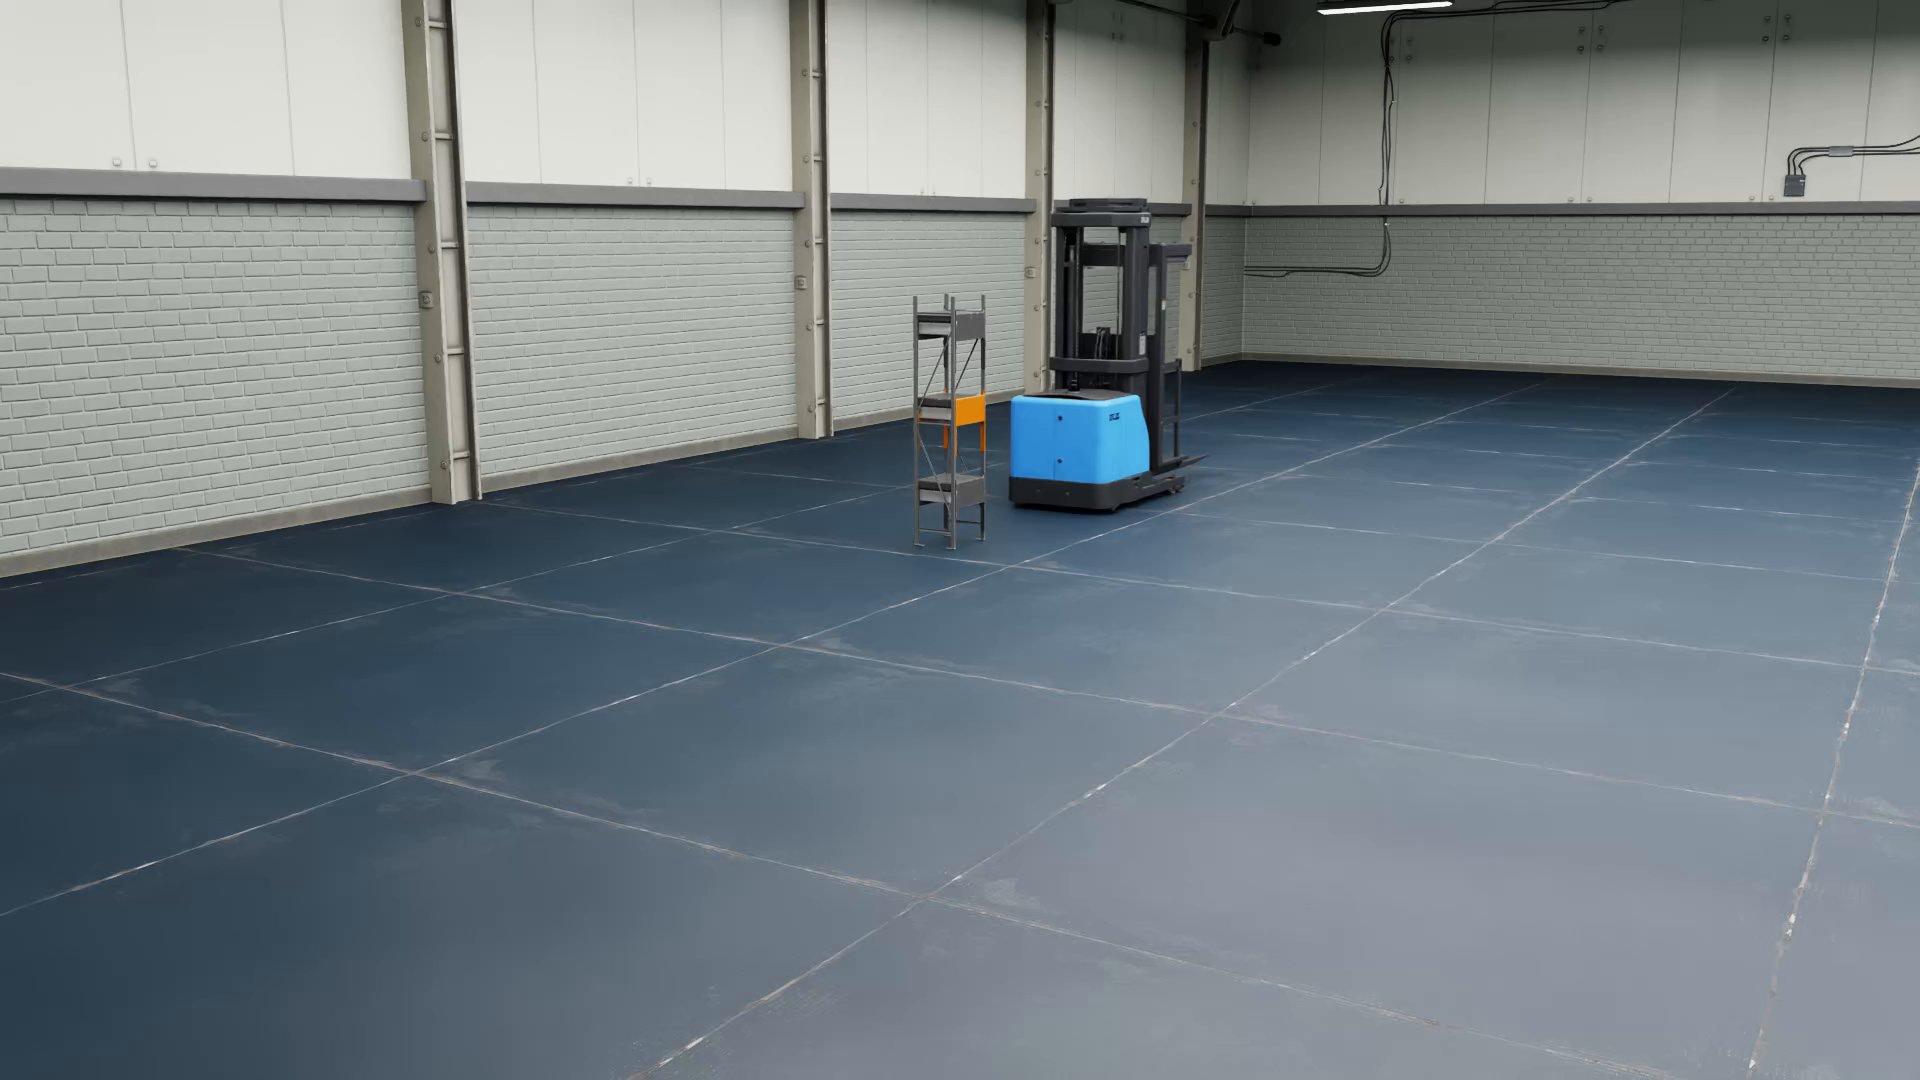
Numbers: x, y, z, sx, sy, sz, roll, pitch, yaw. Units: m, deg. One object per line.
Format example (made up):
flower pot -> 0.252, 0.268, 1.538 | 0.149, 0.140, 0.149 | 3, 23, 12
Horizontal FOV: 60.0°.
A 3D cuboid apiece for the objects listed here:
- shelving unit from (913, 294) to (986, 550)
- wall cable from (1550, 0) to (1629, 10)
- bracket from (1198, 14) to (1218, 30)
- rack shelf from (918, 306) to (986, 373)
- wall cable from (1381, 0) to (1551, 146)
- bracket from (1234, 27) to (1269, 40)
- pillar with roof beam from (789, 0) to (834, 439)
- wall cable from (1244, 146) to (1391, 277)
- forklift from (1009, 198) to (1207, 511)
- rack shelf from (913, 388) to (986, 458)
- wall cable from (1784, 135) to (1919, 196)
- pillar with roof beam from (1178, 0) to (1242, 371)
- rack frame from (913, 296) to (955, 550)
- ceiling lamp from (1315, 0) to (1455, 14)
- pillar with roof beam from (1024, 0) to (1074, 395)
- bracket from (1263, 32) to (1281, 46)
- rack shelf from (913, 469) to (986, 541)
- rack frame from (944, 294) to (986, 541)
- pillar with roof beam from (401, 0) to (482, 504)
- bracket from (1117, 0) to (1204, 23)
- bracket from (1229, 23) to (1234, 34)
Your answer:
shelving unit -> -0.086, -1.006, 14.036 | 0.431, 2.100, 0.503 | 6, 12, 31
wall cable -> 11.974, -10.622, 29.008 | 3.097, 2.526, 0.112 | 6, 12, 31
bracket -> 4.445, -9.318, 29.904 | 0.235, 0.232, 0.430 | 6, 12, 31
rack shelf -> -0.086, -1.681, 13.910 | 0.431, 0.518, 0.480 | 6, 12, 31
wall cable -> 9.329, -8.682, 31.005 | 3.097, 2.526, 0.112 | 6, 12, 31
bracket -> 5.800, -9.728, 32.096 | 0.076, 0.066, 3.189 | 6, 12, 31
pillar with roof beam -> 1.807, -5.349, 18.487 | 9.100, 9.000, 0.400 | 6, 12, 31
wall cable -> 7.017, -6.458, 32.851 | 3.097, 2.526, 0.112 | 6, 12, 31
forklift -> 1.645, -1.938, 16.755 | 1.130, 2.935, 3.031 | 6, 12, 30
rack shelf -> -0.086, -0.993, 14.039 | 0.431, 0.518, 0.480 | 6, 12, 31
wall cable -> 15.123, -8.747, 27.394 | 2.305, 6.003, 0.169 | 6, 12, 31
pillar with roof beam -> 8.037, -7.236, 28.568 | 9.100, 9.000, 0.548 | 6, 12, 31
rack frame -> -0.213, -0.968, 13.831 | 0.400, 2.100, 0.015 | 6, 12, 31
ceiling lamp -> 6.411, -9.455, 24.558 | 2.000, 3.185, 0.800 | 6, 12, 31
pillar with roof beam -> 4.922, -6.293, 23.528 | 9.100, 9.000, 0.548 | 6, 12, 31
bracket -> 6.107, -9.821, 32.592 | 0.235, 0.232, 0.430 | 6, 12, 31
rack shelf -> -0.086, -0.305, 14.168 | 0.431, 0.518, 0.480 | 6, 12, 31
rack frame -> 0.041, -1.044, 14.241 | 0.400, 2.100, 0.015 | 6, 12, 31
pillar with roof beam -> -1.308, -4.406, 13.447 | 9.100, 9.000, 0.400 | 6, 12, 31
bracket -> 3.108, -8.913, 27.739 | 0.076, 0.066, 4.783 | 6, 12, 31
bracket -> 4.876, -9.448, 30.601 | 0.235, 0.232, 0.430 | 6, 12, 31
